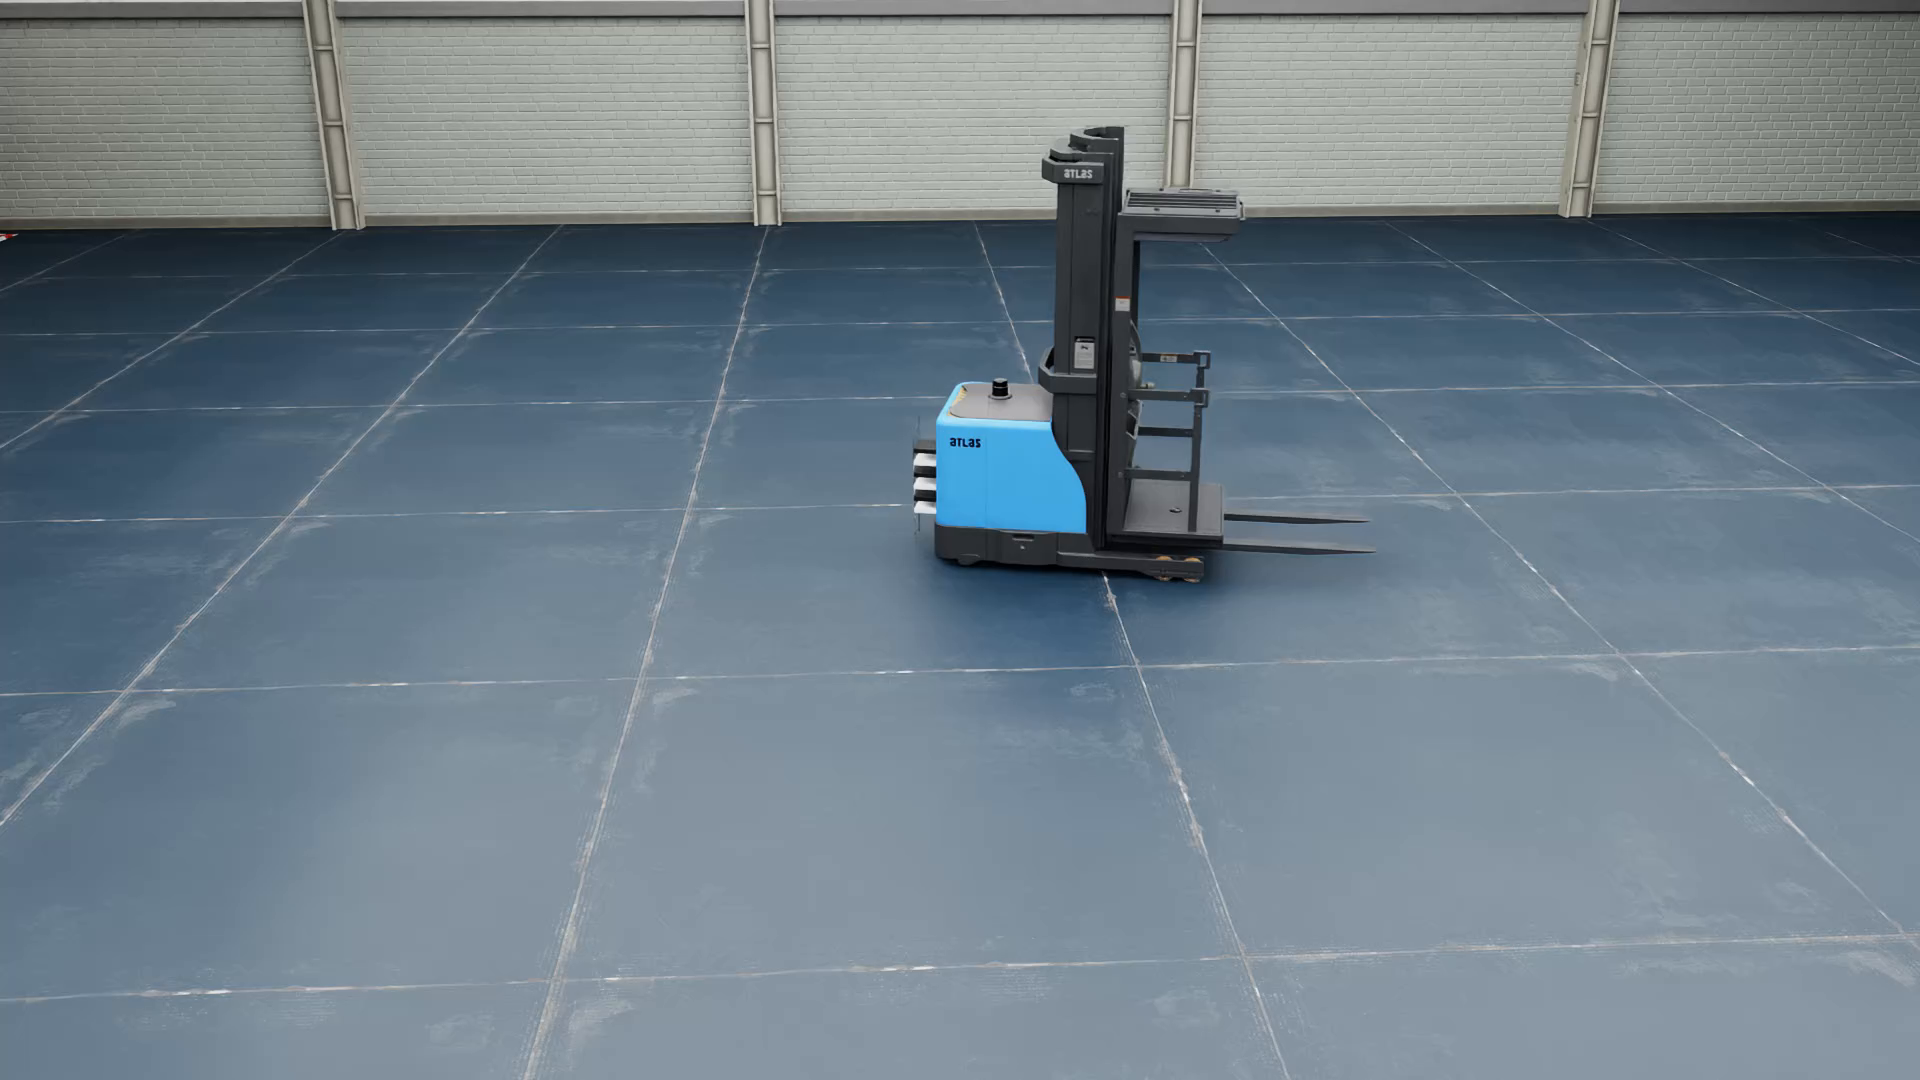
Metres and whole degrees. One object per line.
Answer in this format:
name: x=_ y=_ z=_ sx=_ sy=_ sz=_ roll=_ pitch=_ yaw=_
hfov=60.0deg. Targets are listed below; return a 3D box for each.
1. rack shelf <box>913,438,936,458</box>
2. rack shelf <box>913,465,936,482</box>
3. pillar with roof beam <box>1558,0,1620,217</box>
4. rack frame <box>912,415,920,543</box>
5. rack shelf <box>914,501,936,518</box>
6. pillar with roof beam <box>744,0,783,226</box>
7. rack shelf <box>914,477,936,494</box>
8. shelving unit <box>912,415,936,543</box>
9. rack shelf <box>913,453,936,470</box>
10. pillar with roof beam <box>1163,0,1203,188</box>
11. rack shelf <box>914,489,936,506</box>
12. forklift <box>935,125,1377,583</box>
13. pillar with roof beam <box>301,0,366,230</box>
rack shelf: x=-0.215 y=-0.655 z=11.911 sx=0.200 sy=0.077 sz=0.258 roll=3 pitch=21 yaw=8
rack shelf: x=-0.215 y=-0.487 z=11.975 sx=0.200 sy=0.077 sz=0.258 roll=3 pitch=21 yaw=8
pillar with roof beam: x=9.434 y=-7.532 z=19.256 sx=0.400 sy=9.000 sz=9.100 roll=-1 pitch=21 yaw=-3
rack frame: x=-0.315 y=-0.439 z=12.010 sx=0.006 sy=0.900 sz=0.240 roll=3 pitch=21 yaw=8
rack shelf: x=-0.215 y=-0.234 z=12.072 sx=0.200 sy=0.077 sz=0.258 roll=3 pitch=21 yaw=8
pillar with roof beam: x=-2.547 y=-7.288 z=18.616 sx=0.400 sy=9.000 sz=9.100 roll=-1 pitch=21 yaw=-3
rack shelf: x=-0.215 y=-0.403 z=12.007 sx=0.200 sy=0.077 sz=0.258 roll=3 pitch=21 yaw=8
shelving unit: x=-0.215 y=-0.434 z=11.996 sx=0.210 sy=0.900 sz=0.258 roll=3 pitch=21 yaw=8
rack shelf: x=-0.215 y=-0.571 z=11.943 sx=0.200 sy=0.077 sz=0.258 roll=3 pitch=21 yaw=8
pillar with roof beam: x=3.444 y=-7.410 z=18.936 sx=0.400 sy=9.000 sz=9.100 roll=-1 pitch=21 yaw=-3
rack shelf: x=-0.215 y=-0.319 z=12.040 sx=0.200 sy=0.077 sz=0.258 roll=3 pitch=21 yaw=8
forklift: x=1.384 y=-1.283 z=11.371 sx=3.031 sy=2.935 sz=1.130 roll=3 pitch=21 yaw=8
pillar with roof beam: x=-8.537 y=-7.166 z=18.296 sx=0.400 sy=9.000 sz=9.100 roll=-1 pitch=21 yaw=-3
